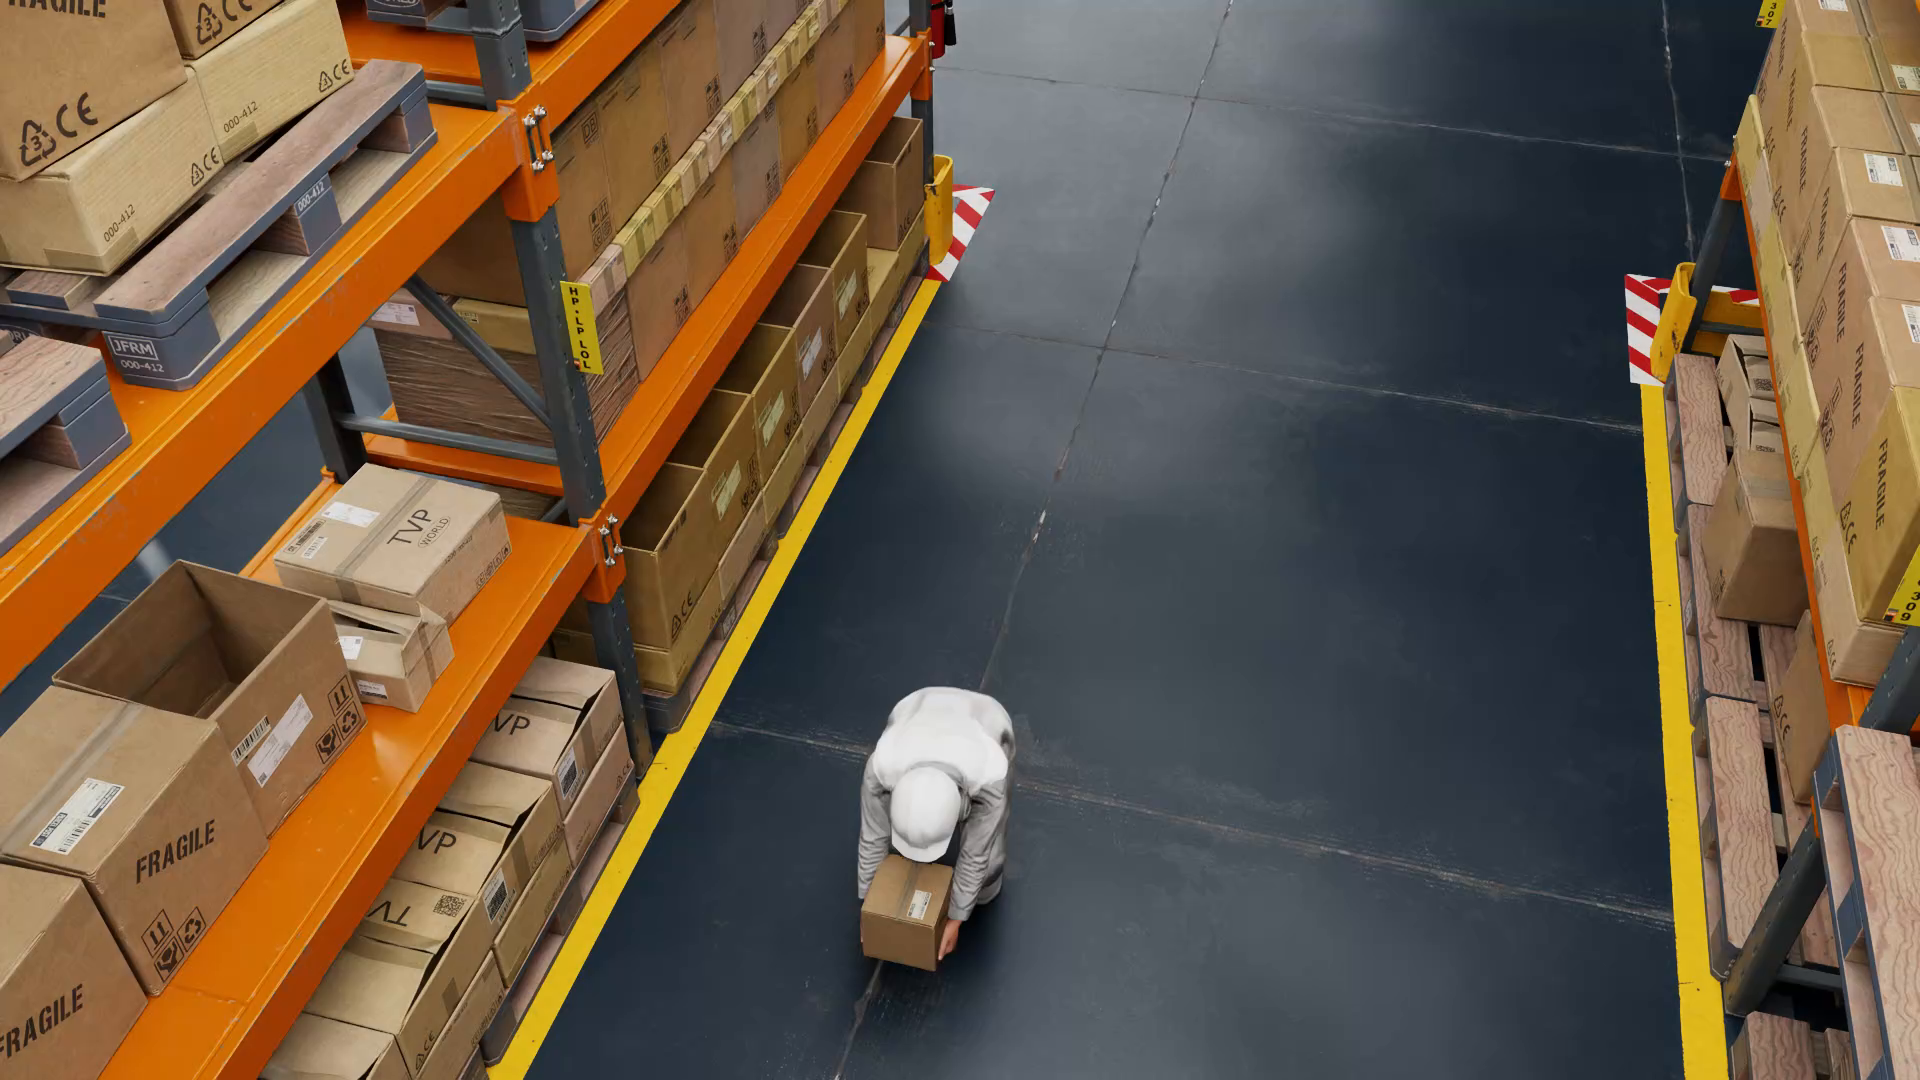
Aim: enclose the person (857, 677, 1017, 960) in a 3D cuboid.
[{"bbox_3d":[-0.070,0.917,5.675,0.502,0.997,0.933,9,42,10],"label":"person"}]
